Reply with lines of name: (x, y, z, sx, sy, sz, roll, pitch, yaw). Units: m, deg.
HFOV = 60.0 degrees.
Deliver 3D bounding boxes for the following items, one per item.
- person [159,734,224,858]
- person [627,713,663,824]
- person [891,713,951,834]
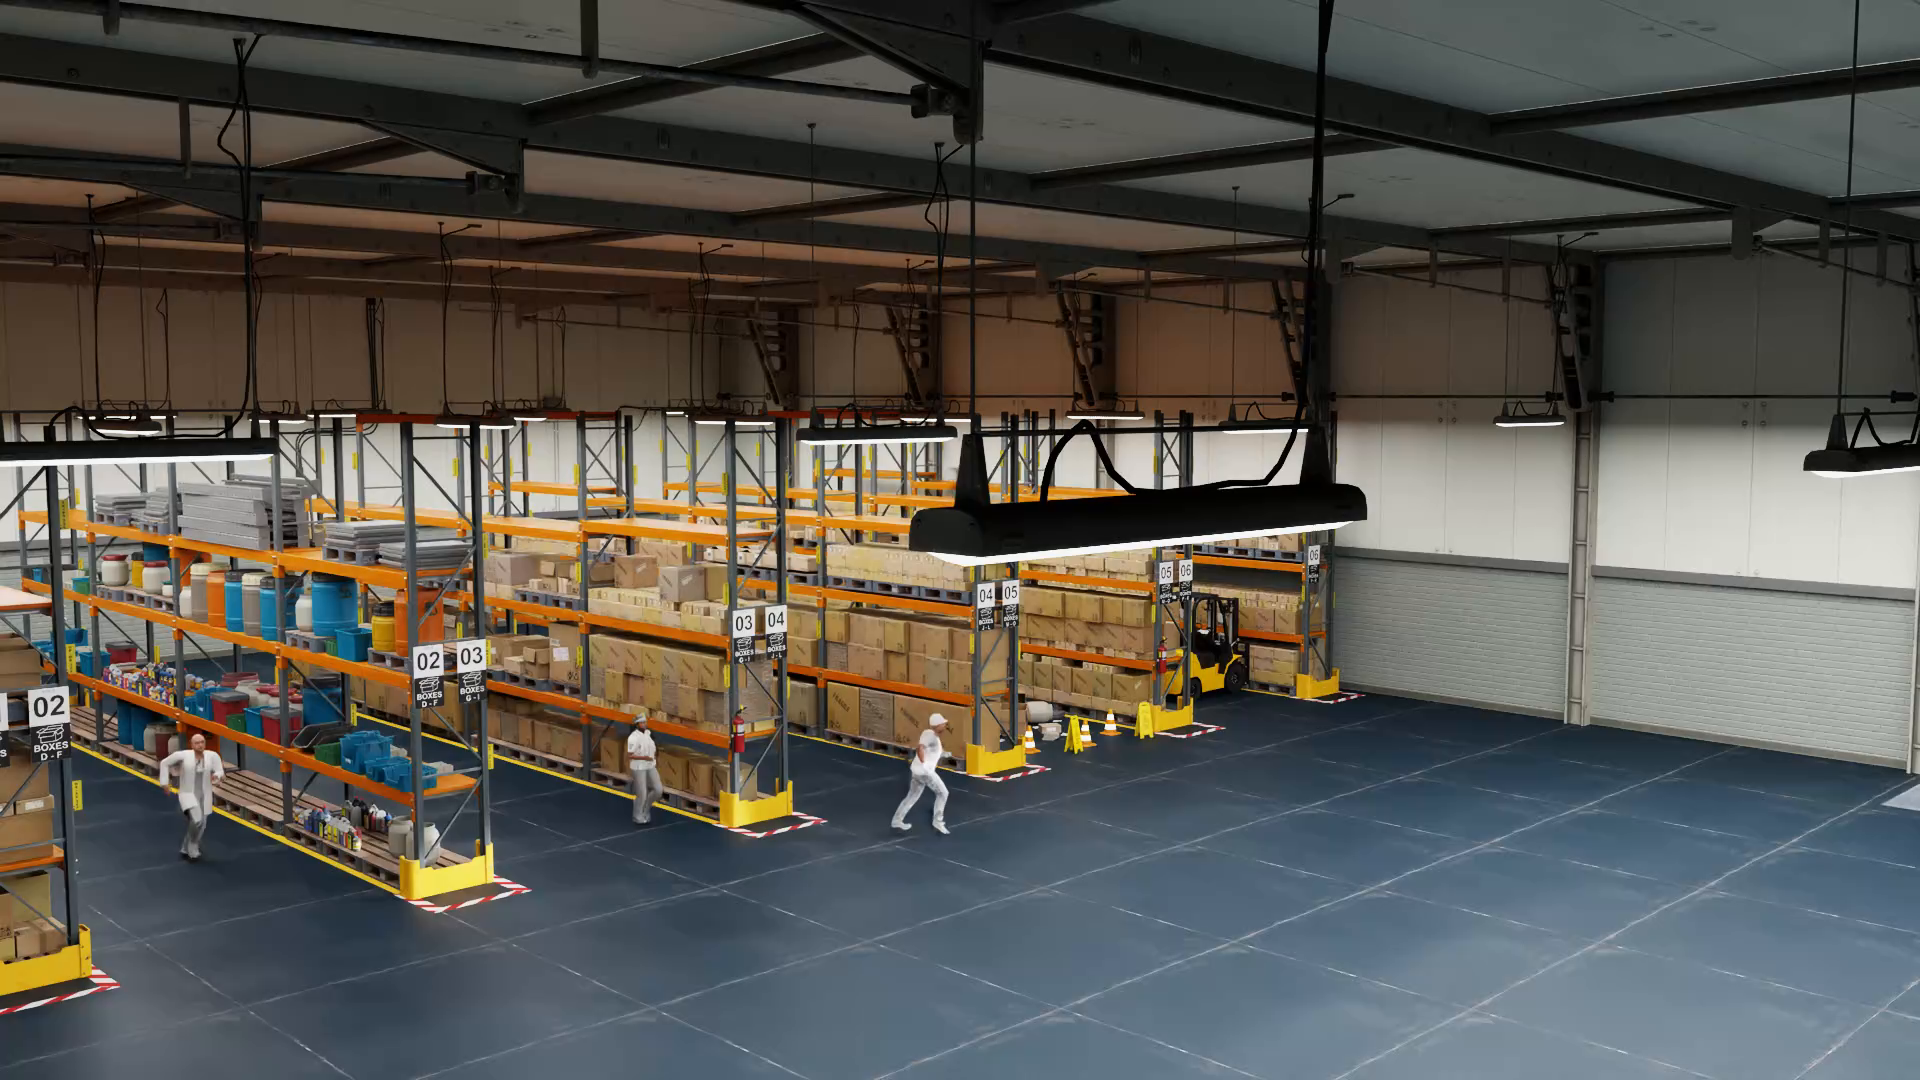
person: (-10.381, 3.490, 22.558, 0.755, 1.734, 0.831, -5, 7, -43)
person: (-4.614, 3.368, 24.489, 0.579, 1.662, 0.562, 4, 6, 40)
person: (-0.539, 3.395, 24.019, 0.917, 1.775, 0.698, -1, 5, -12)
